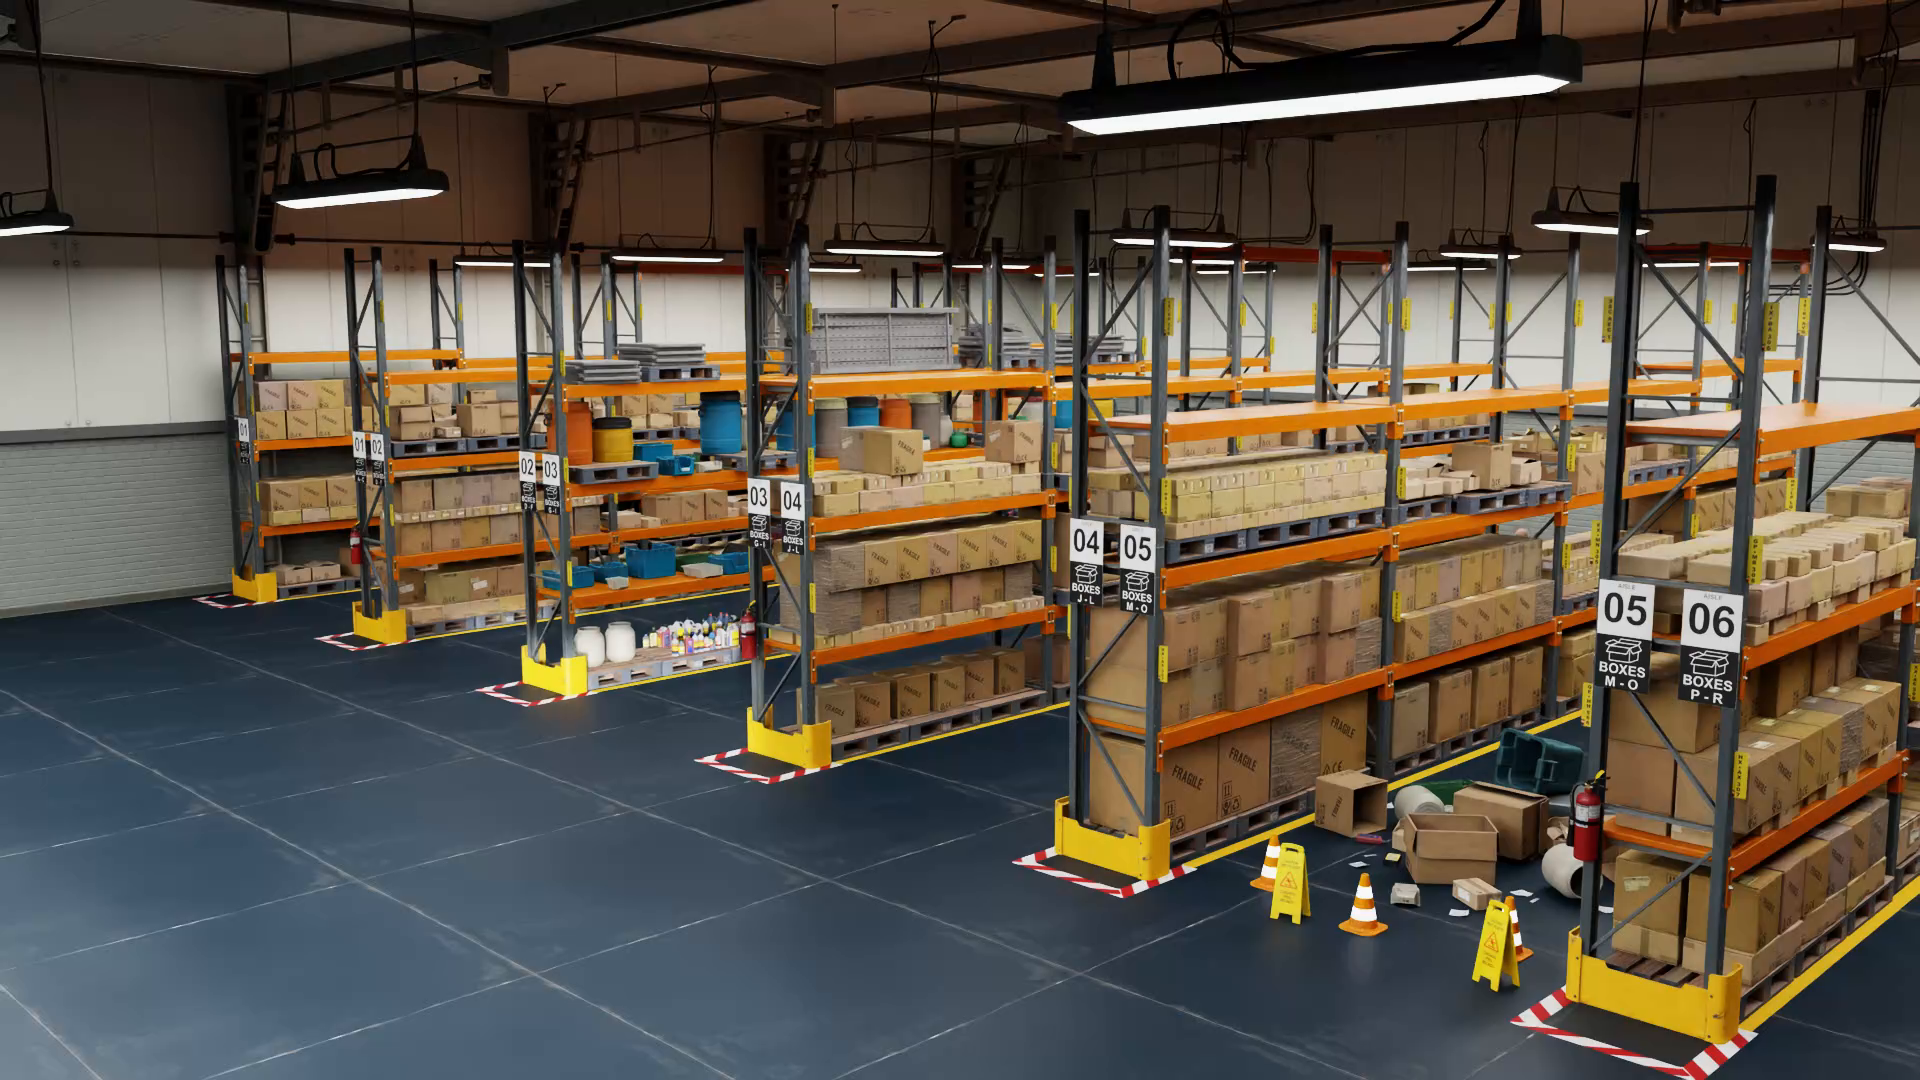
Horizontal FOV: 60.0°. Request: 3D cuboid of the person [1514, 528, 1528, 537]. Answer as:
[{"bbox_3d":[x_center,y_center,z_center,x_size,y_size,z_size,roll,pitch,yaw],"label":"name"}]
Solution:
[{"bbox_3d":[8.581,0.678,25.522,1.129,1.712,0.590,-7,11,-42],"label":"person"}]
